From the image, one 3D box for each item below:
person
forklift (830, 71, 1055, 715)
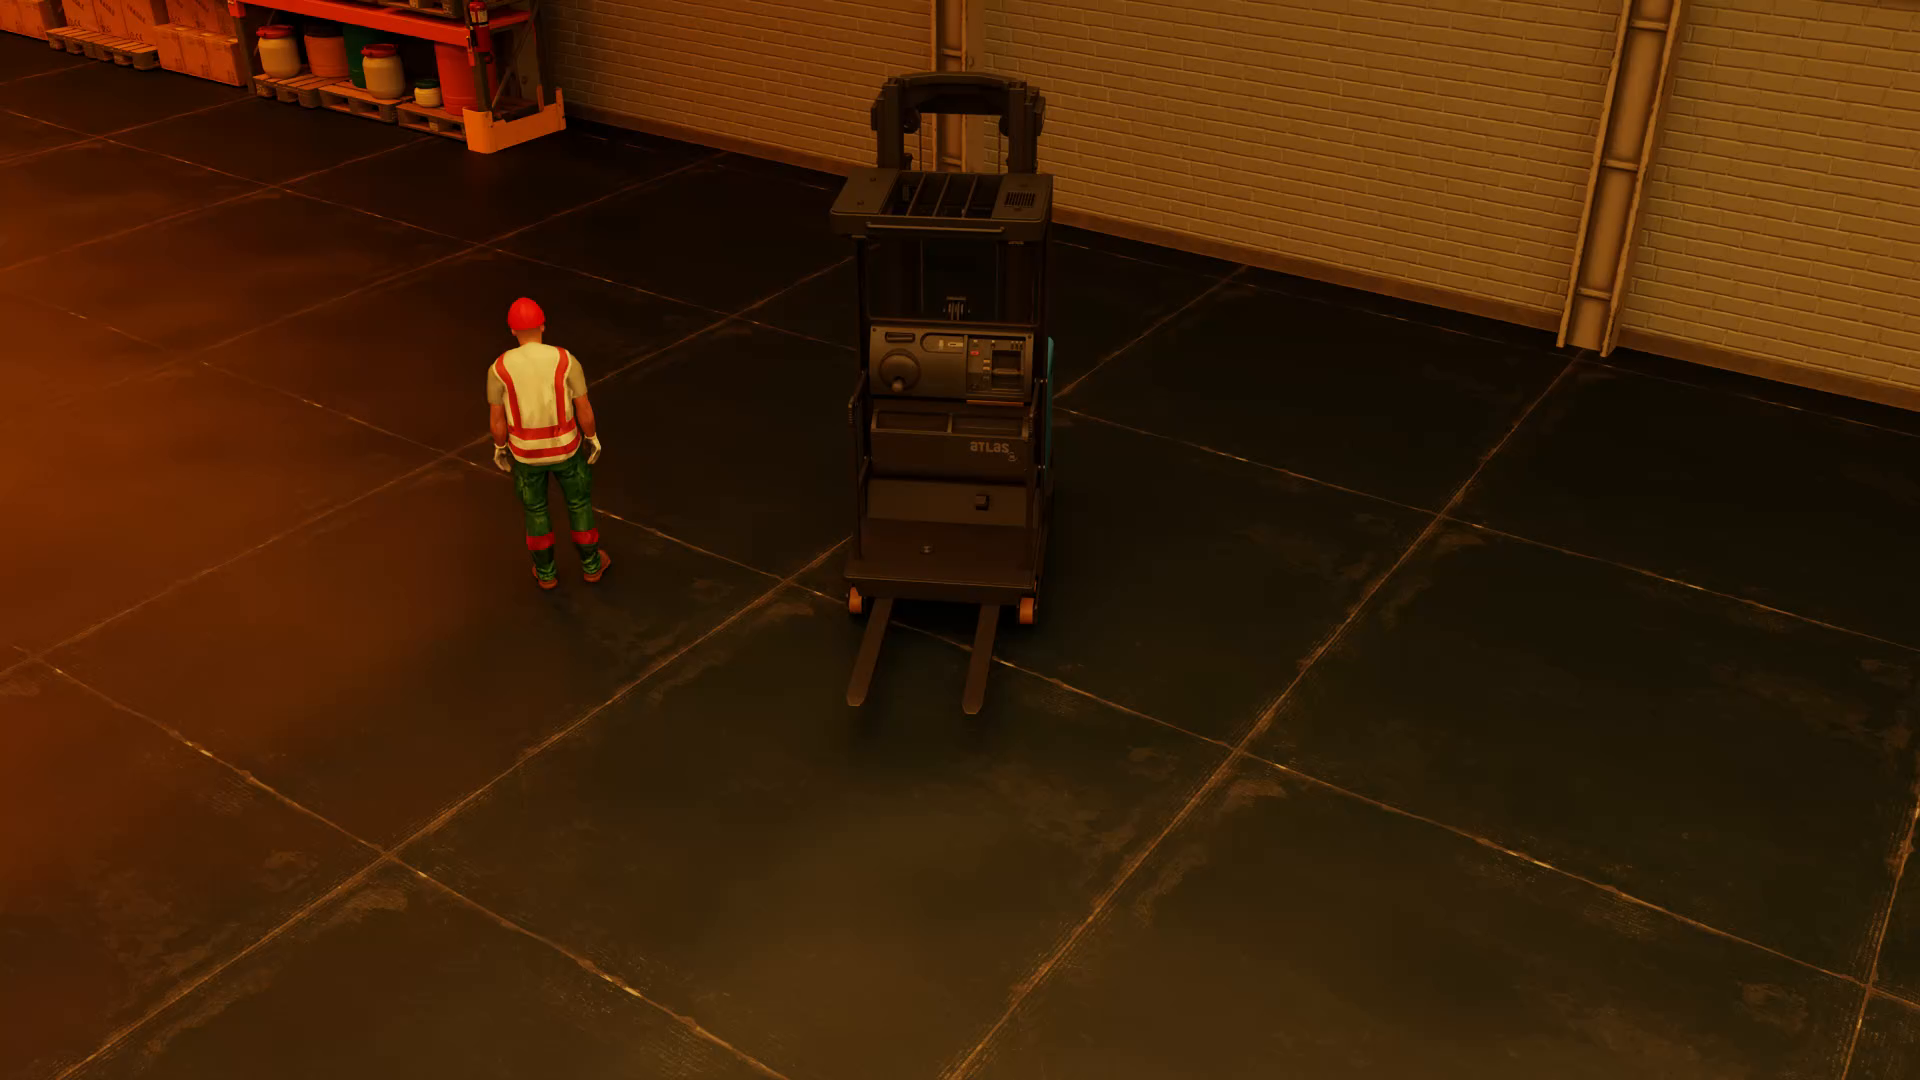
[{"bbox_3d":[-2.402,-0.546,9.672,0.607,1.779,0.451,-6,31,-10],"label":"person"},{"bbox_3d":[-0.072,-0.956,9.228,1.130,2.935,3.031,3,30,6],"label":"forklift"}]
